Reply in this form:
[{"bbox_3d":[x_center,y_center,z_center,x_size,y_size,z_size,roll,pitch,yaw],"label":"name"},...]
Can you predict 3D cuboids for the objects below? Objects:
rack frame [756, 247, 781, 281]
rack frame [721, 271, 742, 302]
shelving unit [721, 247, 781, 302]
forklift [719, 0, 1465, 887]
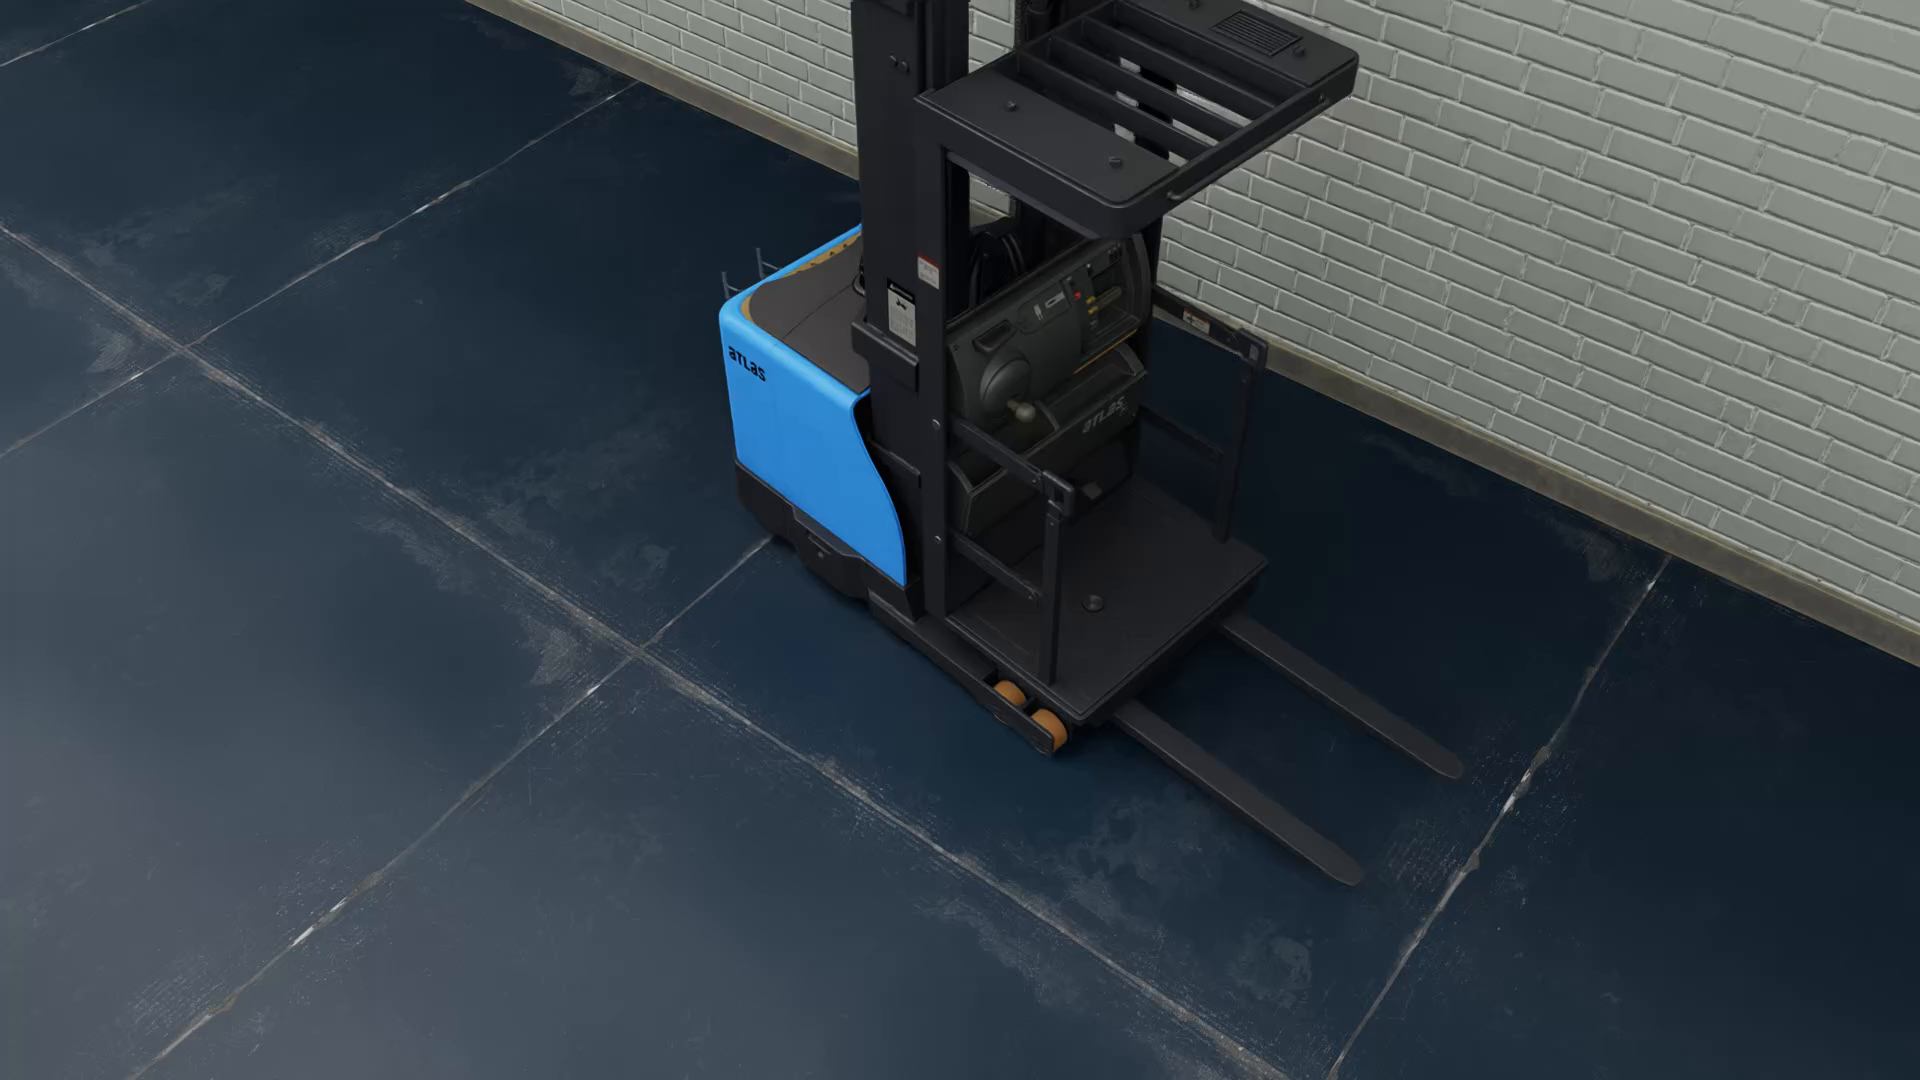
[{"bbox_3d":[-0.724,-0.829,7.076,0.240,0.900,0.006,28,52,27],"label":"rack frame"},{"bbox_3d":[-0.850,-0.714,6.965,0.240,0.900,0.006,28,52,27],"label":"rack frame"},{"bbox_3d":[-0.787,-0.771,7.021,0.258,0.900,0.210,28,52,27],"label":"shelving unit"},{"bbox_3d":[0.468,-0.651,5.510,3.031,2.935,1.130,36,56,29],"label":"forklift"}]
